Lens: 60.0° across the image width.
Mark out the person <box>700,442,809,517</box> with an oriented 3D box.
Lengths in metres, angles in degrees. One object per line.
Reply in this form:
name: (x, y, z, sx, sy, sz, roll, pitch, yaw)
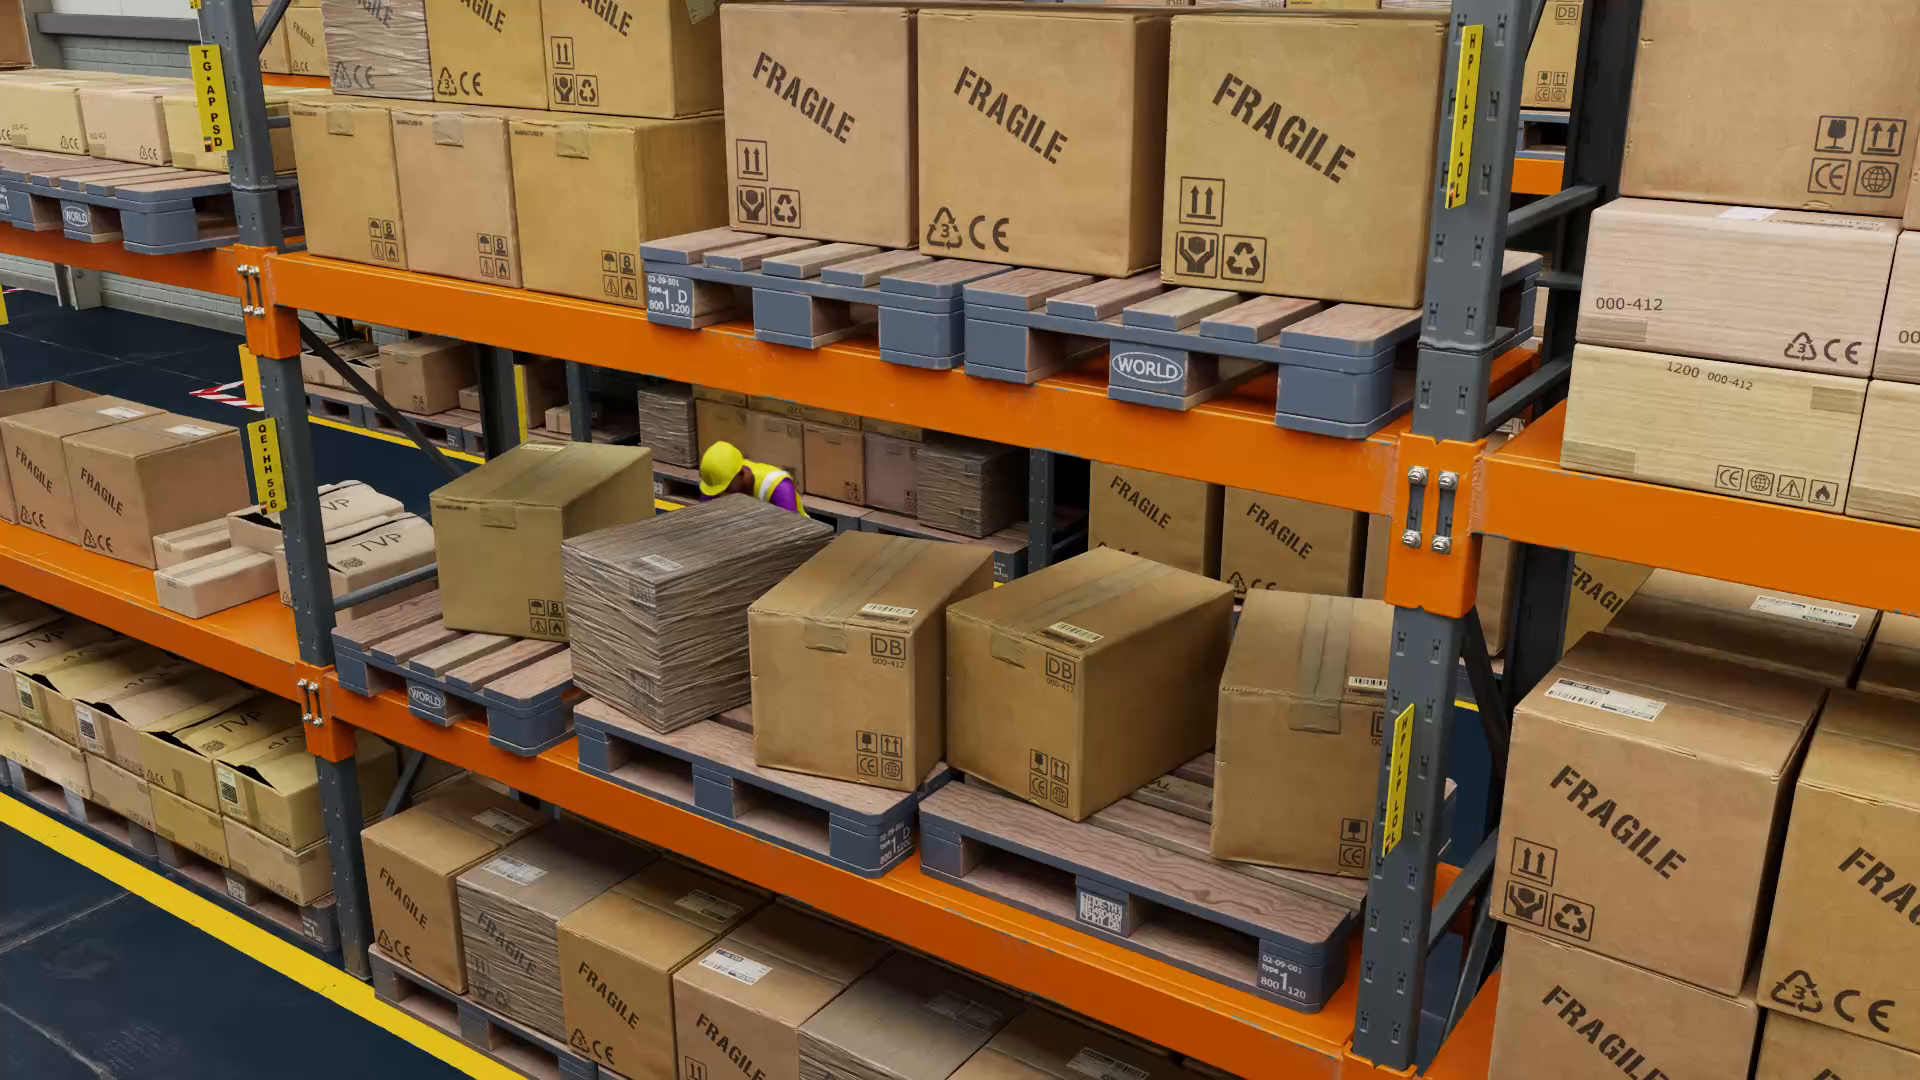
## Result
person: (-1.051, 0.122, 8.698, 0.631, 1.428, 0.747, 13, 23, 32)
